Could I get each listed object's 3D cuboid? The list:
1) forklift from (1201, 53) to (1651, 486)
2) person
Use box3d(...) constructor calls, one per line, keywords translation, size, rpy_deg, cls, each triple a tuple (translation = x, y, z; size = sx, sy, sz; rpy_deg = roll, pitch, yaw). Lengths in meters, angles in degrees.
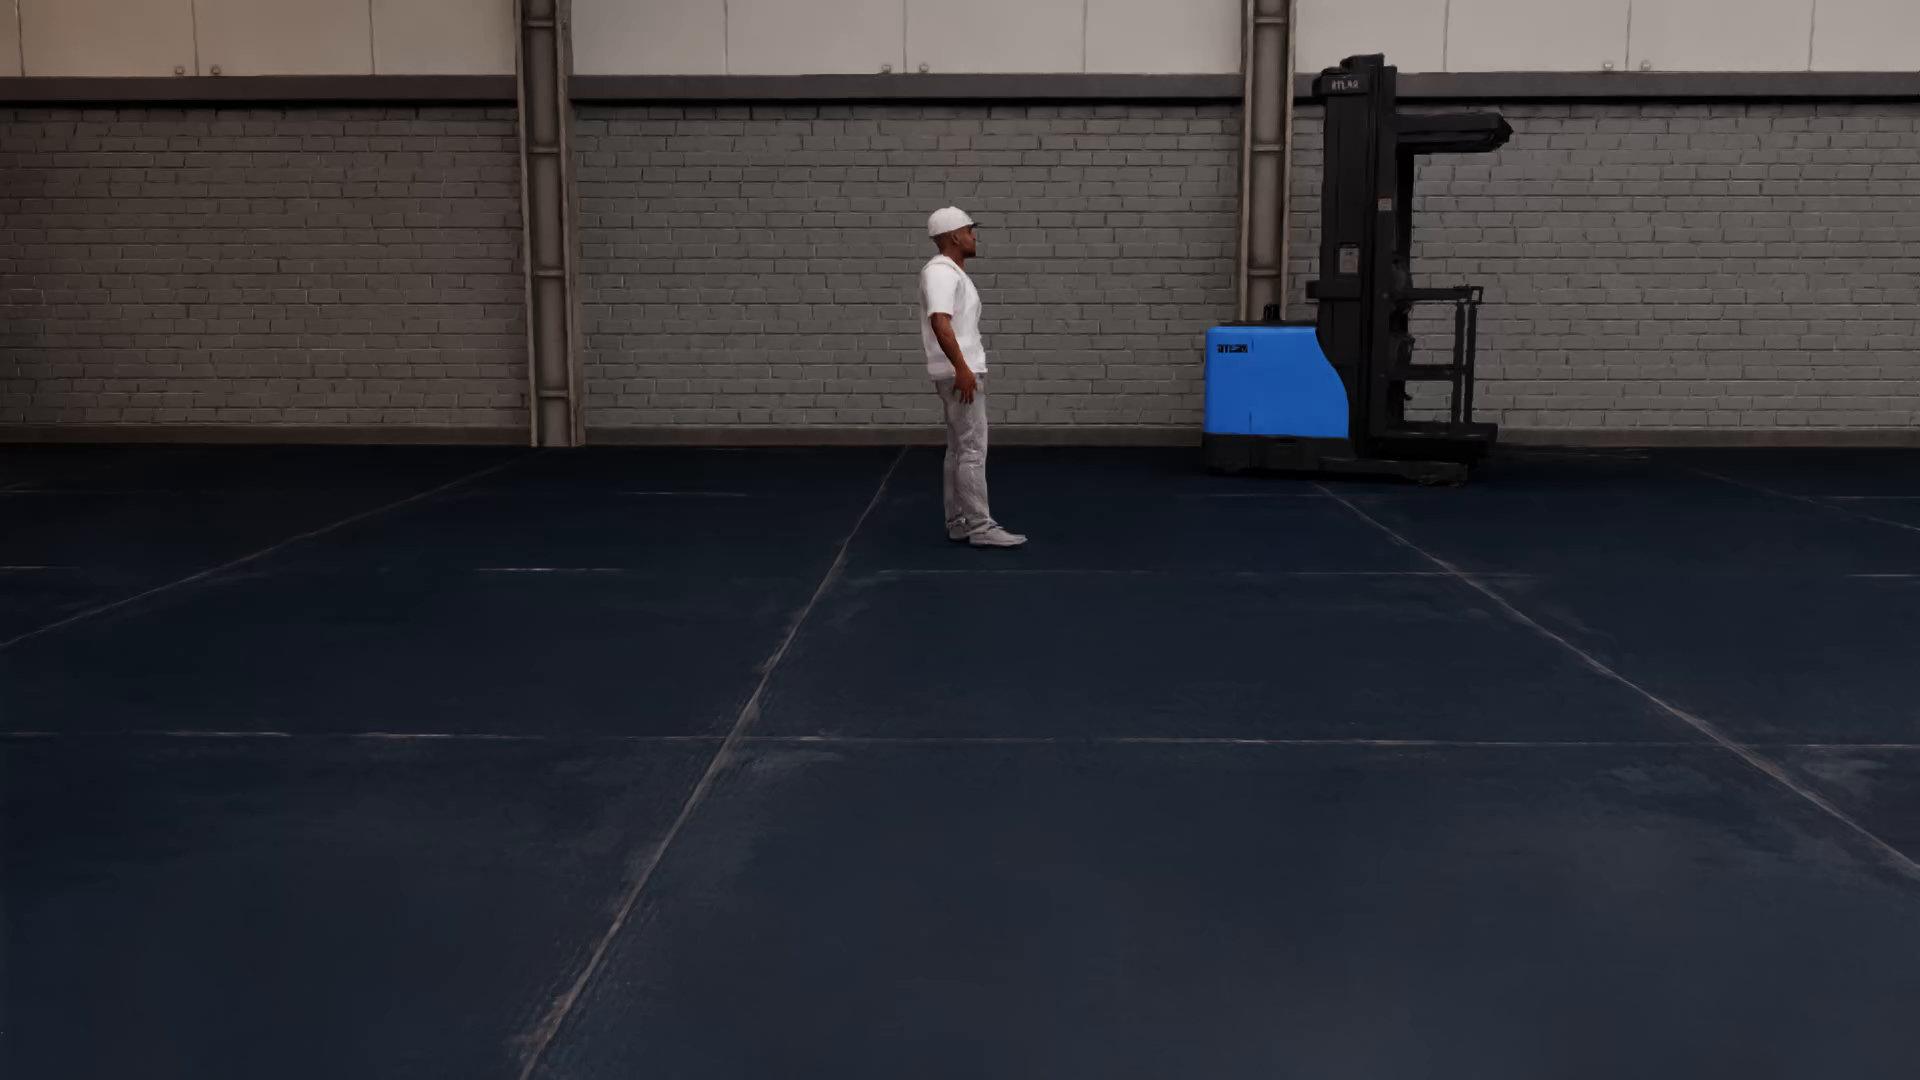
box3d(translation=(3.328, -1.907, 11.781), size=(3.031, 2.935, 1.130), rpy_deg=(3, 9, 21), cls="forklift")
box3d(translation=(0.070, -0.879, 8.861), size=(0.576, 1.766, 0.665), rpy_deg=(0, 9, 1), cls="person")
